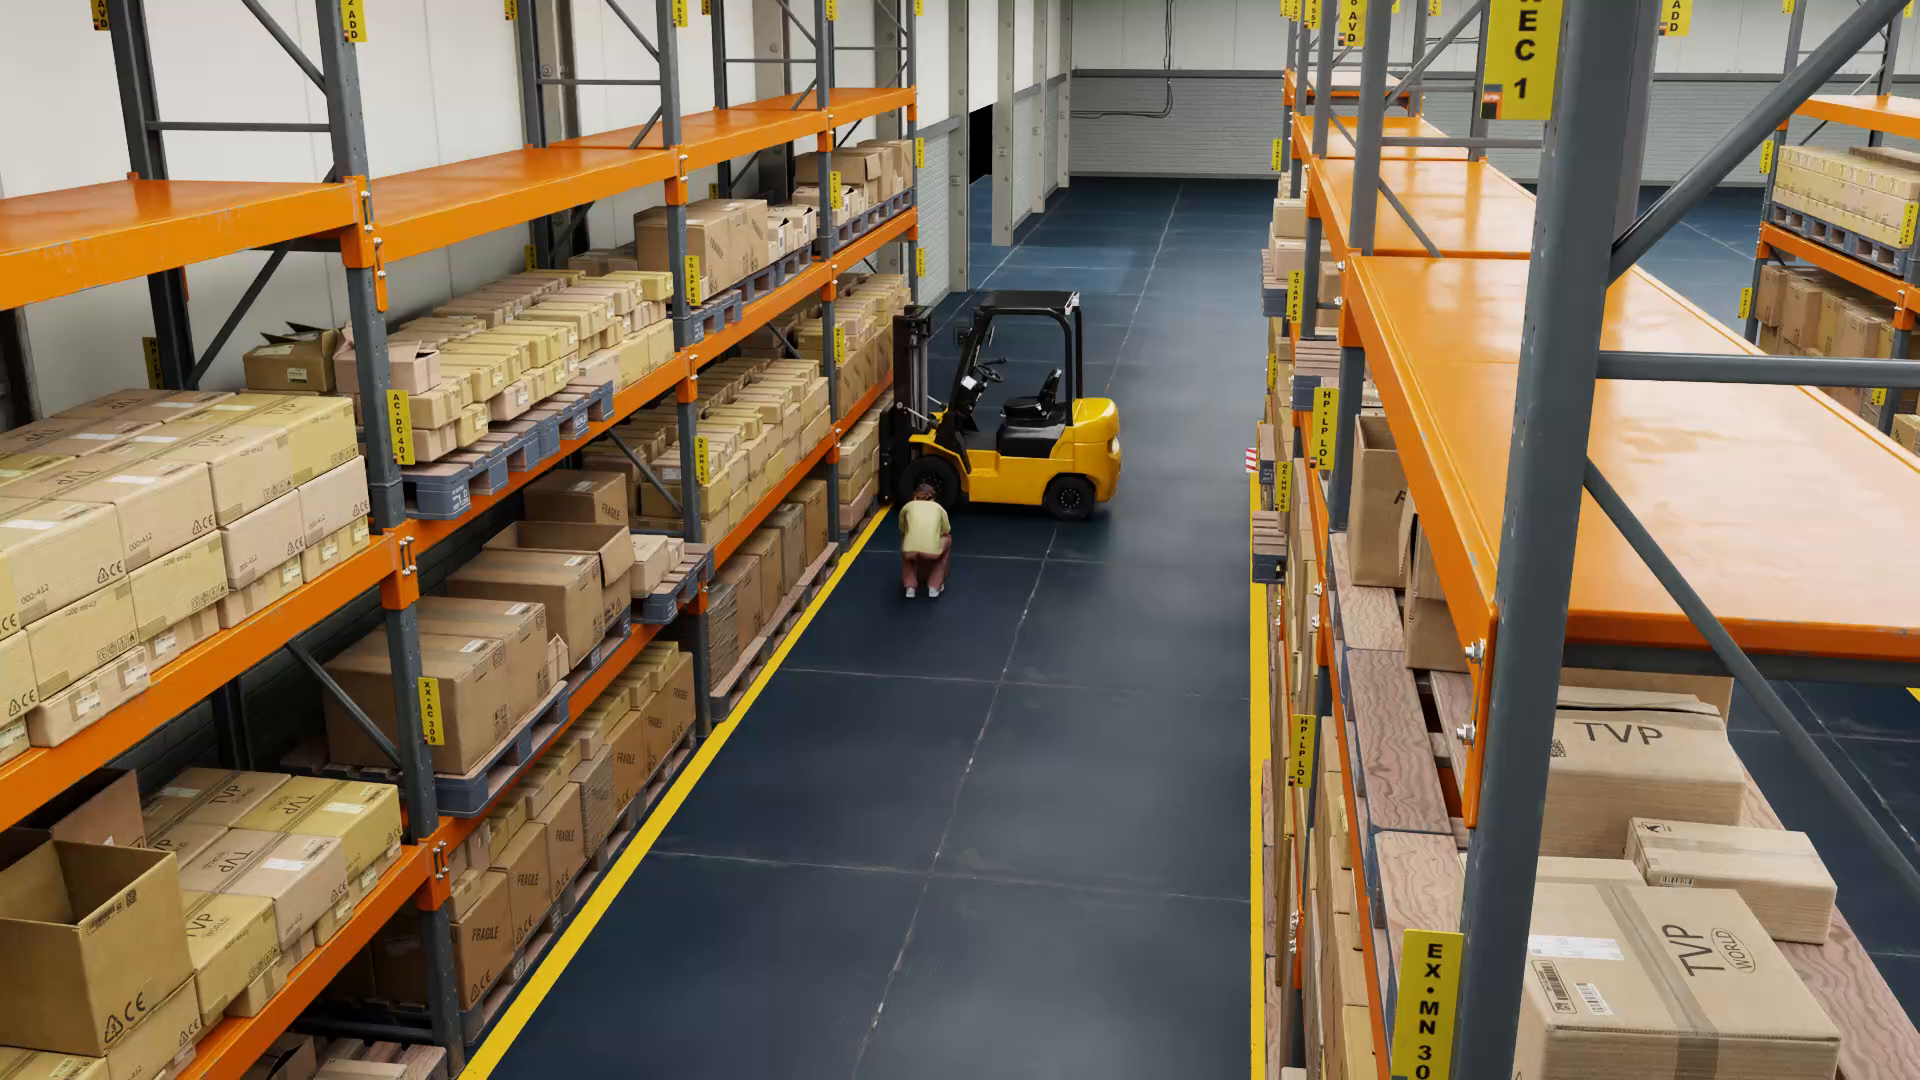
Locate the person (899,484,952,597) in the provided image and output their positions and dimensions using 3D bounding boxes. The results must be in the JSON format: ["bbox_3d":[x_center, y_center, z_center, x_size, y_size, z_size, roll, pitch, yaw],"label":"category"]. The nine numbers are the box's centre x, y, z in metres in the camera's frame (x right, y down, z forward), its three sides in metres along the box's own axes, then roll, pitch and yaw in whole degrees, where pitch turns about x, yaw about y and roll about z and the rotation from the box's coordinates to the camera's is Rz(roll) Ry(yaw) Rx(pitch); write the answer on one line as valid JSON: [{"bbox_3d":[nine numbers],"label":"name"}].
[{"bbox_3d":[-0.331,0.018,14.723,0.480,0.890,0.799,3,18,9],"label":"person"}]
